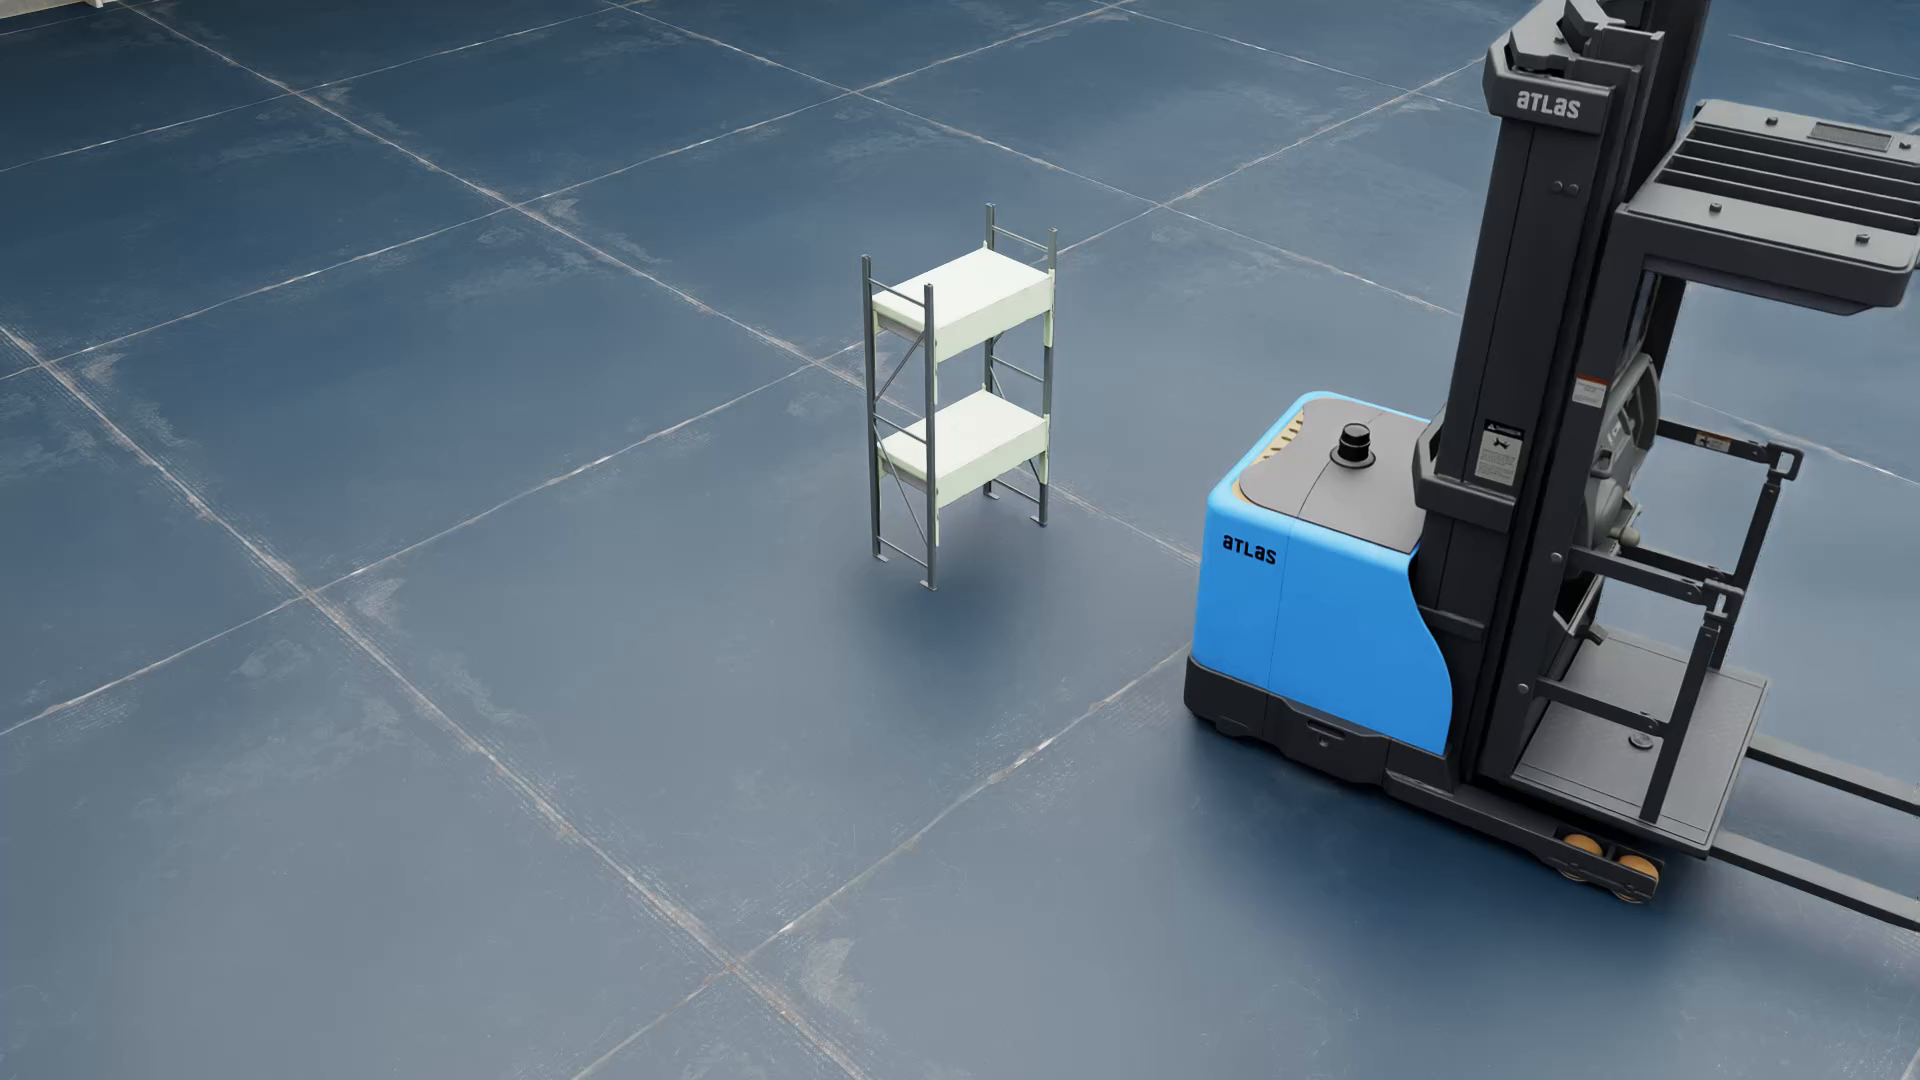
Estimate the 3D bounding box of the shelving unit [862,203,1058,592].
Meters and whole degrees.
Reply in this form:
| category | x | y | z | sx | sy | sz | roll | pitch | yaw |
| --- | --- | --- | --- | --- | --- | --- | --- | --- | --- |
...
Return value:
| category | x | y | z | sx | sy | sz | roll | pitch | yaw |
| --- | --- | --- | --- | --- | --- | --- | --- | --- | --- |
| shelving unit | 0.005 | -0.618 | 7.325 | 0.431 | 1.500 | 0.755 | 30 | 45 | 35 |

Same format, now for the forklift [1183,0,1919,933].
| category | x | y | z | sx | sy | sz | roll | pitch | yaw |
| --- | --- | --- | --- | --- | --- | --- | --- | --- | --- |
| forklift | 2.418 | -0.264 | 5.566 | 3.031 | 2.935 | 1.130 | 20 | 40 | 26 |

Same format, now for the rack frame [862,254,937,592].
| category | x | y | z | sx | sy | sz | roll | pitch | yaw |
| --- | --- | --- | --- | --- | --- | --- | --- | --- | --- |
| rack frame | -0.253 | -0.469 | 7.112 | 0.400 | 1.500 | 0.023 | 30 | 45 | 35 |

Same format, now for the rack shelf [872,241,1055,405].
| category | x | y | z | sx | sy | sz | roll | pitch | yaw |
| --- | --- | --- | --- | --- | --- | --- | --- | --- | --- |
| rack shelf | 0.005 | -0.938 | 7.102 | 0.431 | 0.370 | 0.720 | 30 | 45 | 35 |

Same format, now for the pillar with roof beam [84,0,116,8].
| category | x | y | z | sx | sy | sz | roll | pitch | yaw |
| --- | --- | --- | --- | --- | --- | --- | --- | --- | --- |
| pillar with roof beam | -4.350 | -6.682 | 9.465 | 9.100 | 9.000 | 0.400 | 30 | 45 | 35 |

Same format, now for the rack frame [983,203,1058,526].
| category | x | y | z | sx | sy | sz | roll | pitch | yaw |
| --- | --- | --- | --- | --- | --- | --- | --- | --- | --- |
| rack frame | 0.263 | -0.766 | 7.538 | 0.400 | 1.500 | 0.023 | 30 | 45 | 35 |

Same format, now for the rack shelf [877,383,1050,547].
| category | x | y | z | sx | sy | sz | roll | pitch | yaw |
| --- | --- | --- | --- | --- | --- | --- | --- | --- | --- |
| rack shelf | 0.005 | -0.350 | 7.511 | 0.431 | 0.370 | 0.720 | 30 | 45 | 35 |
